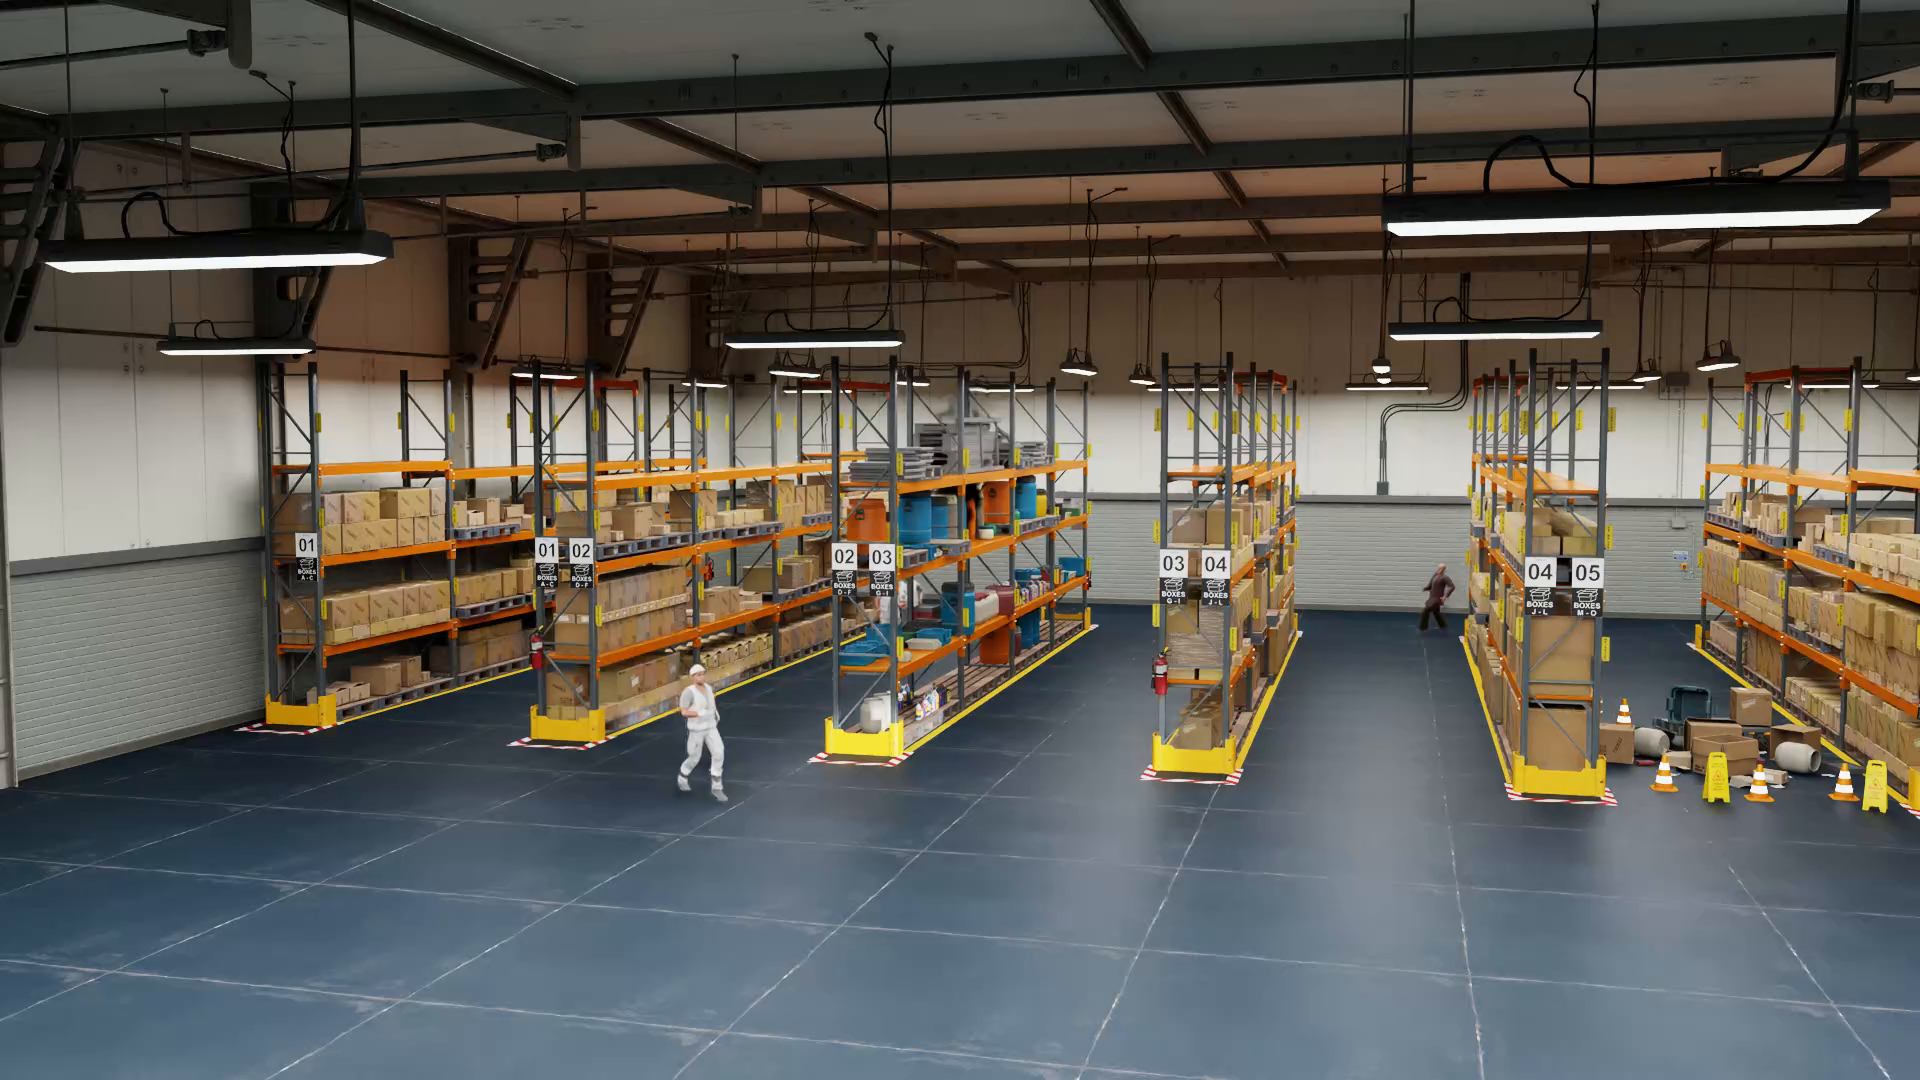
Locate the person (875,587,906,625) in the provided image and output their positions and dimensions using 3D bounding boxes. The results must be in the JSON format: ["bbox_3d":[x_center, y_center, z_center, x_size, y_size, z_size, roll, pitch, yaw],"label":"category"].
[{"bbox_3d":[-1.380,1.552,32.763,0.652,1.836,0.653,0,4,2],"label":"person"}]

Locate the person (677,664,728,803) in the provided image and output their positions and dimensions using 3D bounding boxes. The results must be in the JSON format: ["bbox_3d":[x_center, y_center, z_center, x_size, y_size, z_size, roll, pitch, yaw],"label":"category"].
[{"bbox_3d":[-3.435,2.558,22.182,0.669,1.812,0.893,-4,5,-43],"label":"person"}]

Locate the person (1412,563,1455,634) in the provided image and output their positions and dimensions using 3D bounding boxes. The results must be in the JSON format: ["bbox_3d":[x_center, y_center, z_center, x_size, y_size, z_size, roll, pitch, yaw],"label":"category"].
[{"bbox_3d":[11.191,1.390,39.375,0.912,1.731,0.840,1,4,10],"label":"person"}]

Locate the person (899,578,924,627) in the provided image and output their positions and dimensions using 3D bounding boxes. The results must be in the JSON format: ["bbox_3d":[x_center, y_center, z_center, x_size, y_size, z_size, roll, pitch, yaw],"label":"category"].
[{"bbox_3d":[-1.140,1.510,36.788,0.644,1.793,0.910,0,4,7],"label":"person"}]
